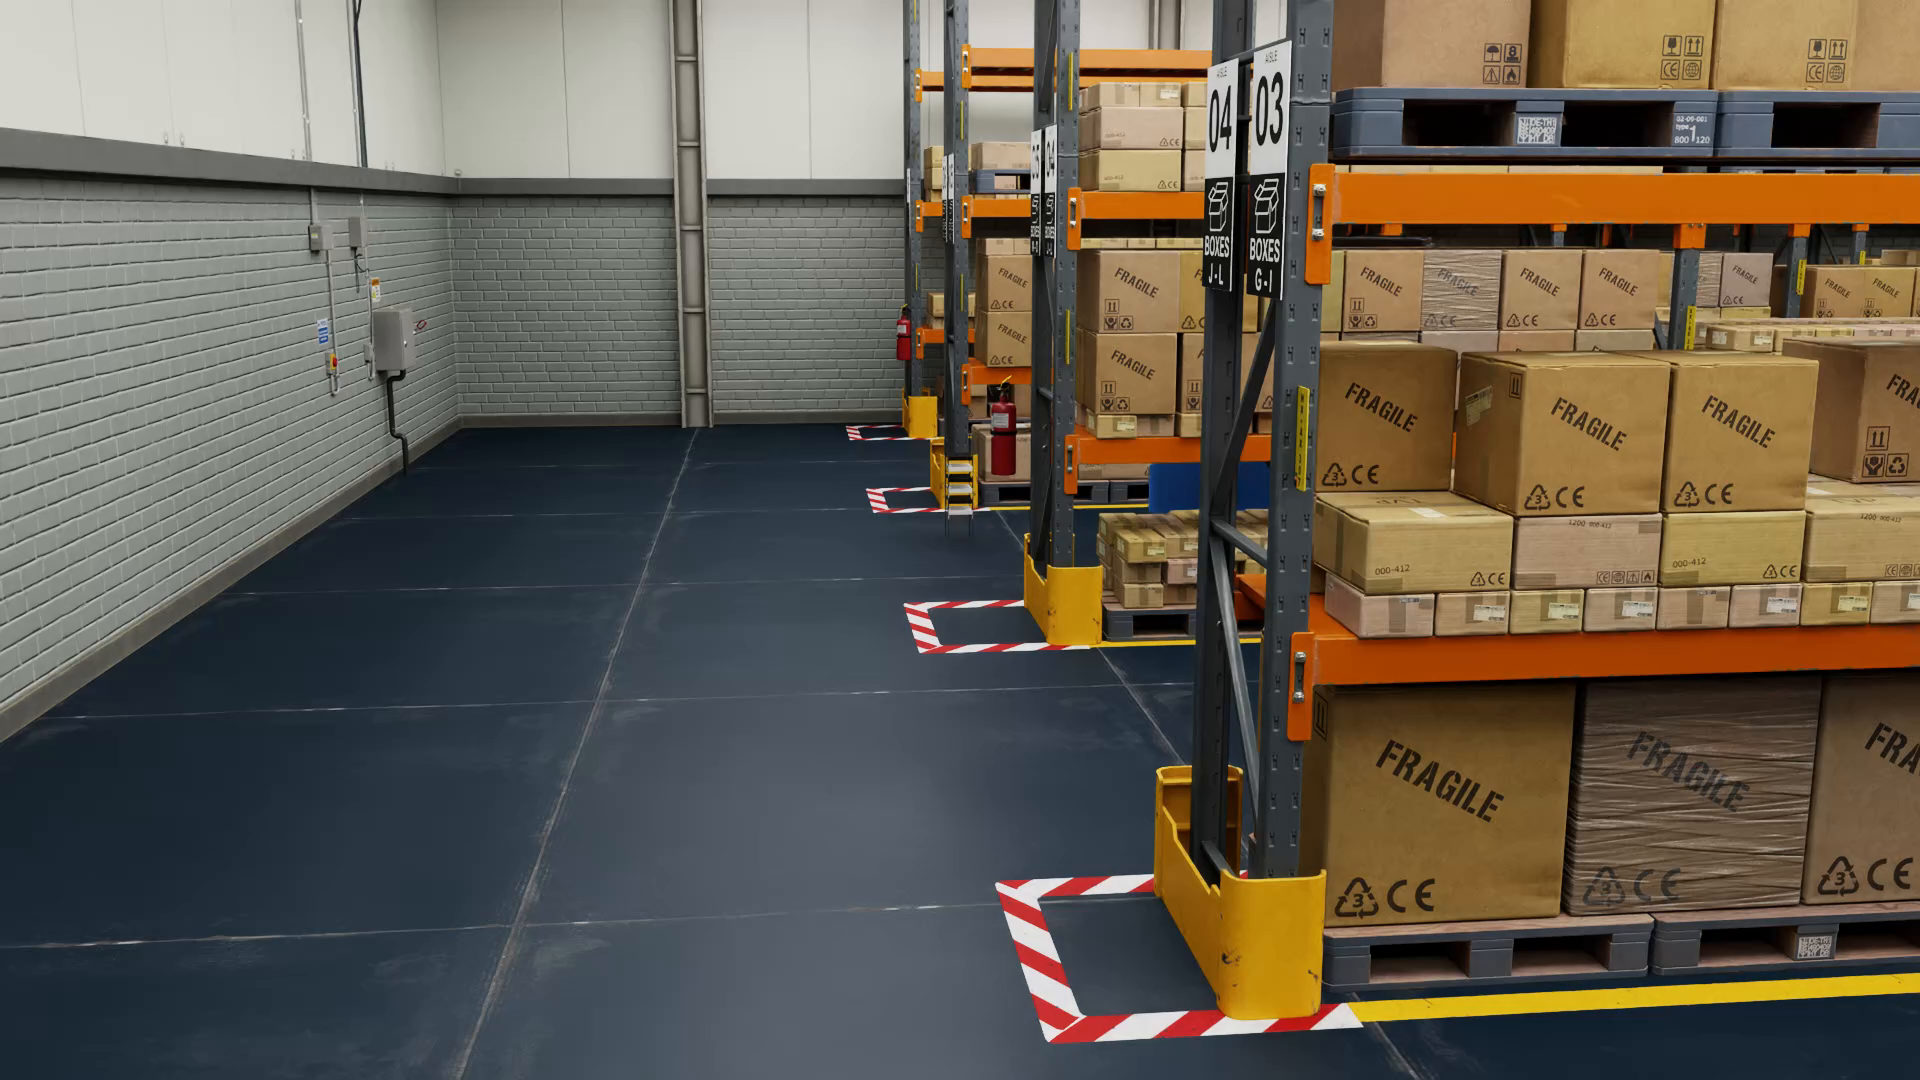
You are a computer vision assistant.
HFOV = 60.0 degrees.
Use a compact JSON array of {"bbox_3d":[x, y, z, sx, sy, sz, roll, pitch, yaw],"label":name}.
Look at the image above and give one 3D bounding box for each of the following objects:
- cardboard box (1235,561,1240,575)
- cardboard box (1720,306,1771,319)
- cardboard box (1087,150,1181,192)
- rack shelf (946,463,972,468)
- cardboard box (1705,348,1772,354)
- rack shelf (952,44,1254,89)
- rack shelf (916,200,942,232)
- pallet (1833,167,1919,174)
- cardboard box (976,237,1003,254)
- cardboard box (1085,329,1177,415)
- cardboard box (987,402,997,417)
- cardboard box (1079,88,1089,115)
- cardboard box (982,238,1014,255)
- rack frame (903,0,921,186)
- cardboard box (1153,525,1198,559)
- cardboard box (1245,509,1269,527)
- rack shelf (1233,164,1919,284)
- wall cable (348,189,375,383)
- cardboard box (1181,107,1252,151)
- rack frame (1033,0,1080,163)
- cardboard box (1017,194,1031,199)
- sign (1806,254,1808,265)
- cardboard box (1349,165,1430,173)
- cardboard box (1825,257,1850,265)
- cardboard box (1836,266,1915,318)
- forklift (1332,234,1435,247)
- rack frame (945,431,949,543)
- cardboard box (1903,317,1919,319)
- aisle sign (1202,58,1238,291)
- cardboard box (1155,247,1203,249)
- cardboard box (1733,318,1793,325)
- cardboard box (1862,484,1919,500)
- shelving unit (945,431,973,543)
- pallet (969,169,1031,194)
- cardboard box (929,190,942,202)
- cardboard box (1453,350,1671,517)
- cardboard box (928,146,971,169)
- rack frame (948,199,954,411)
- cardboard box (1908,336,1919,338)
[{"bbox_3d":[1.656,0.151,10.856,0.250,0.149,0.380,-1,11,-5],"label":"cardboard box"},{"bbox_3d":[7.460,-2.144,16.092,0.500,0.250,0.500,-1,11,-6],"label":"cardboard box"},{"bbox_3d":[1.070,-2.276,10.282,0.529,0.250,0.529,-1,11,-7],"label":"cardboard box"},{"bbox_3d":[6.368,-1.621,10.058,12.128,3.443,8.407,-1,11,-6],"label":"rack shelf"},{"bbox_3d":[5.014,-1.150,10.731,0.250,0.149,0.380,-1,11,-5],"label":"cardboard box"},{"bbox_3d":[1.949,-4.301,15.318,4.000,0.370,1.077,-1,11,-6],"label":"rack shelf"},{"bbox_3d":[1.409,-3.977,20.410,4.000,0.370,1.077,-1,11,-6],"label":"rack shelf"},{"bbox_3d":[6.228,-2.395,10.986,1.003,0.211,1.213,-1,11,-6],"label":"pallet"},{"bbox_3d":[0.296,-2.769,15.642,0.250,0.149,0.380,-1,11,-5],"label":"cardboard box"},{"bbox_3d":[1.072,-1.069,10.499,0.500,0.500,0.500,-1,11,-3],"label":"cardboard box"},{"bbox_3d":[0.466,-1.620,20.632,0.250,0.149,0.380,-2,11,-8],"label":"cardboard box"},{"bbox_3d":[0.894,-2.820,10.719,0.250,0.149,0.380,-1,11,-7],"label":"cardboard box"},{"bbox_3d":[0.343,-2.677,15.176,0.250,0.149,0.380,-1,11,-5],"label":"cardboard box"},{"bbox_3d":[-0.579,-5.760,19.840,0.127,3.000,1.000,-1,11,-6],"label":"rack frame"},{"bbox_3d":[1.414,0.009,10.807,0.250,0.149,0.380,-1,11,-5],"label":"cardboard box"},{"bbox_3d":[2.120,-0.110,11.410,0.250,0.149,0.380,-1,11,-4],"label":"cardboard box"},{"bbox_3d":[3.019,-1.125,5.902,4.000,0.370,1.077,-1,11,-6],"label":"rack shelf"},{"bbox_3d":[-5.807,-2.513,16.241,0.122,1.984,0.588,-1,11,-6],"label":"wall cable"},{"bbox_3d":[1.579,-2.531,10.285,0.500,0.250,0.500,-1,11,-7],"label":"cardboard box"},{"bbox_3d":[0.596,-3.861,10.180,0.127,3.000,1.000,-1,11,-6],"label":"rack frame"},{"bbox_3d":[0.796,-4.132,19.985,0.250,0.149,0.380,-1,11,-6],"label":"cardboard box"},{"bbox_3d":[11.289,-3.637,22.140,0.005,0.325,0.100,-1,11,-6],"label":"sign"},{"bbox_3d":[8.243,-2.977,13.463,12.308,0.399,5.552,-1,11,-6],"label":"cardboard box"},{"bbox_3d":[11.635,-3.644,21.918,0.250,0.149,0.380,-1,11,-6],"label":"cardboard box"},{"bbox_3d":[8.903,-2.410,16.230,0.500,0.500,0.500,-1,11,-3],"label":"cardboard box"},{"bbox_3d":[2.746,-3.035,15.804,9.711,5.209,7.407,4,12,19],"label":"forklift"},{"bbox_3d":[-0.109,-0.439,13.770,0.006,0.900,0.240,-1,11,-6],"label":"rack frame"},{"bbox_3d":[6.762,-1.459,11.532,0.250,0.149,0.380,-1,11,-4],"label":"cardboard box"},{"bbox_3d":[0.927,-1.296,5.944,0.004,0.787,0.394,-1,11,-6],"label":"aisle sign"},{"bbox_3d":[1.527,-1.671,10.969,0.500,0.500,0.500,-2,11,-8],"label":"cardboard box"},{"bbox_3d":[5.474,-1.432,11.397,0.250,0.149,0.380,-2,11,-8],"label":"cardboard box"},{"bbox_3d":[3.575,-0.038,5.905,0.500,0.250,0.500,-1,11,-5],"label":"cardboard box"},{"bbox_3d":[6.362,-1.327,10.125,12.137,4.047,8.426,-1,11,-6],"label":"shelving unit"},{"bbox_3d":[0.697,-3.310,15.385,1.213,0.211,1.003,-1,11,-6],"label":"pallet"},{"bbox_3d":[-0.237,-4.127,19.960,0.250,0.149,0.380,-1,11,-5],"label":"cardboard box"},{"bbox_3d":[2.034,-0.373,5.664,0.500,0.500,0.500,-1,11,-7],"label":"cardboard box"},{"bbox_3d":[-0.111,-4.567,19.869,0.500,0.250,0.500,-1,11,-7],"label":"cardboard box"},{"bbox_3d":[-0.040,-1.865,15.580,0.053,2.616,0.949,-1,11,-6],"label":"rack frame"},{"bbox_3d":[4.013,-0.518,6.401,0.500,0.500,0.500,-1,11,-6],"label":"cardboard box"}]
